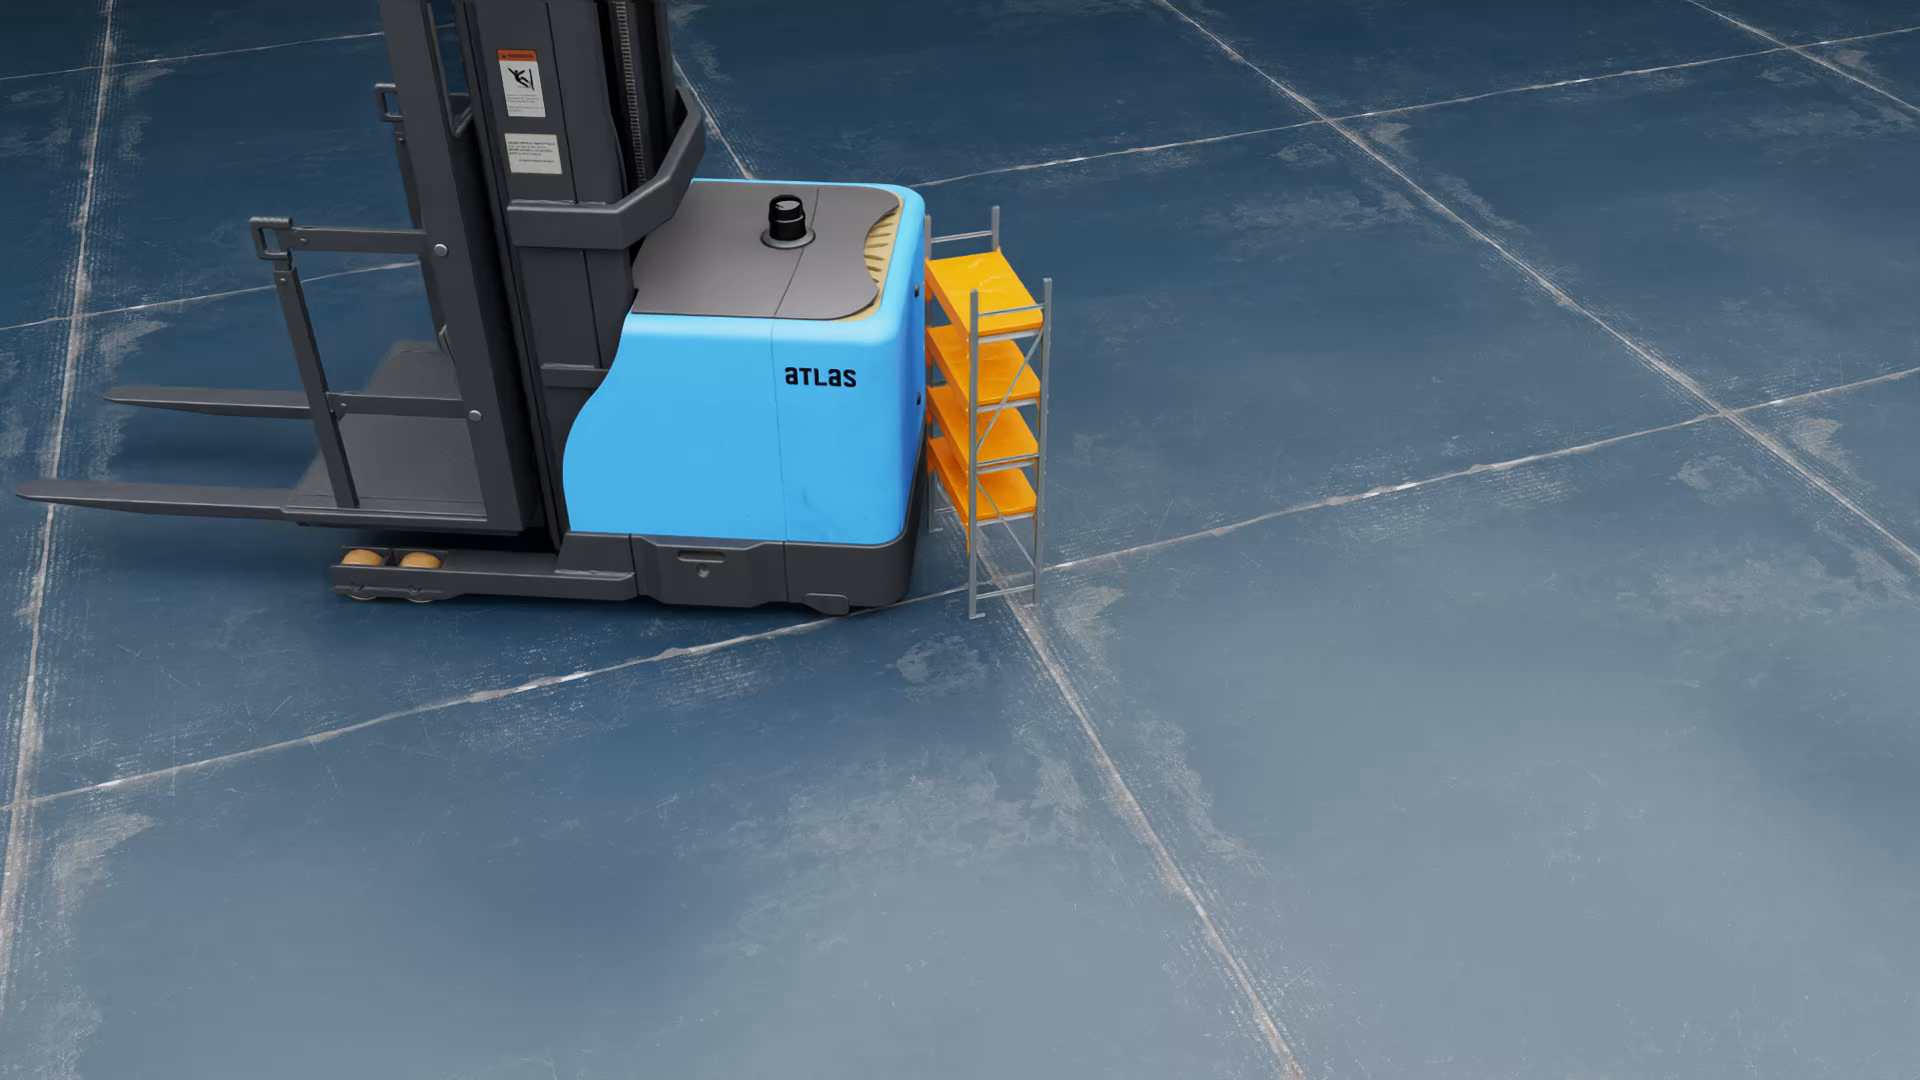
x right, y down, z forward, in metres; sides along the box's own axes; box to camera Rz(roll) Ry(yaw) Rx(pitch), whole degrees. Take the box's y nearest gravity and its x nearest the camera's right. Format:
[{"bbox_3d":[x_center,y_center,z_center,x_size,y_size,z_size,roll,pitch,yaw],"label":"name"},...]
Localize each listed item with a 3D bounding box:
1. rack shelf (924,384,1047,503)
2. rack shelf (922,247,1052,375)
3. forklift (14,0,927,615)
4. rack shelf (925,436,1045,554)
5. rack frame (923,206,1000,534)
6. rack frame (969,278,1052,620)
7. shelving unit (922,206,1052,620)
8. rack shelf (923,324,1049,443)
[{"bbox_3d":[0.075,-0.331,5.304,0.258,0.148,0.480,-10,38,-13],"label":"rack shelf"},{"bbox_3d":[0.075,-0.699,5.027,0.258,0.148,0.480,-10,38,-13],"label":"rack shelf"},{"bbox_3d":[-1.646,-1.278,5.011,3.031,2.935,1.130,3,37,4],"label":"forklift"},{"bbox_3d":[0.075,-0.172,5.423,0.258,0.148,0.480,-10,38,-13],"label":"rack shelf"},{"bbox_3d":[0.005,-0.525,5.450,0.240,1.200,0.015,-10,38,-13],"label":"rack frame"},{"bbox_3d":[0.145,-0.244,5.077,0.240,1.200,0.015,-10,38,-13],"label":"rack frame"},{"bbox_3d":[0.075,-0.385,5.264,0.258,1.200,0.503,-10,38,-13],"label":"shelving unit"},{"bbox_3d":[0.075,-0.510,5.169,0.258,0.148,0.480,-10,38,-13],"label":"rack shelf"}]
